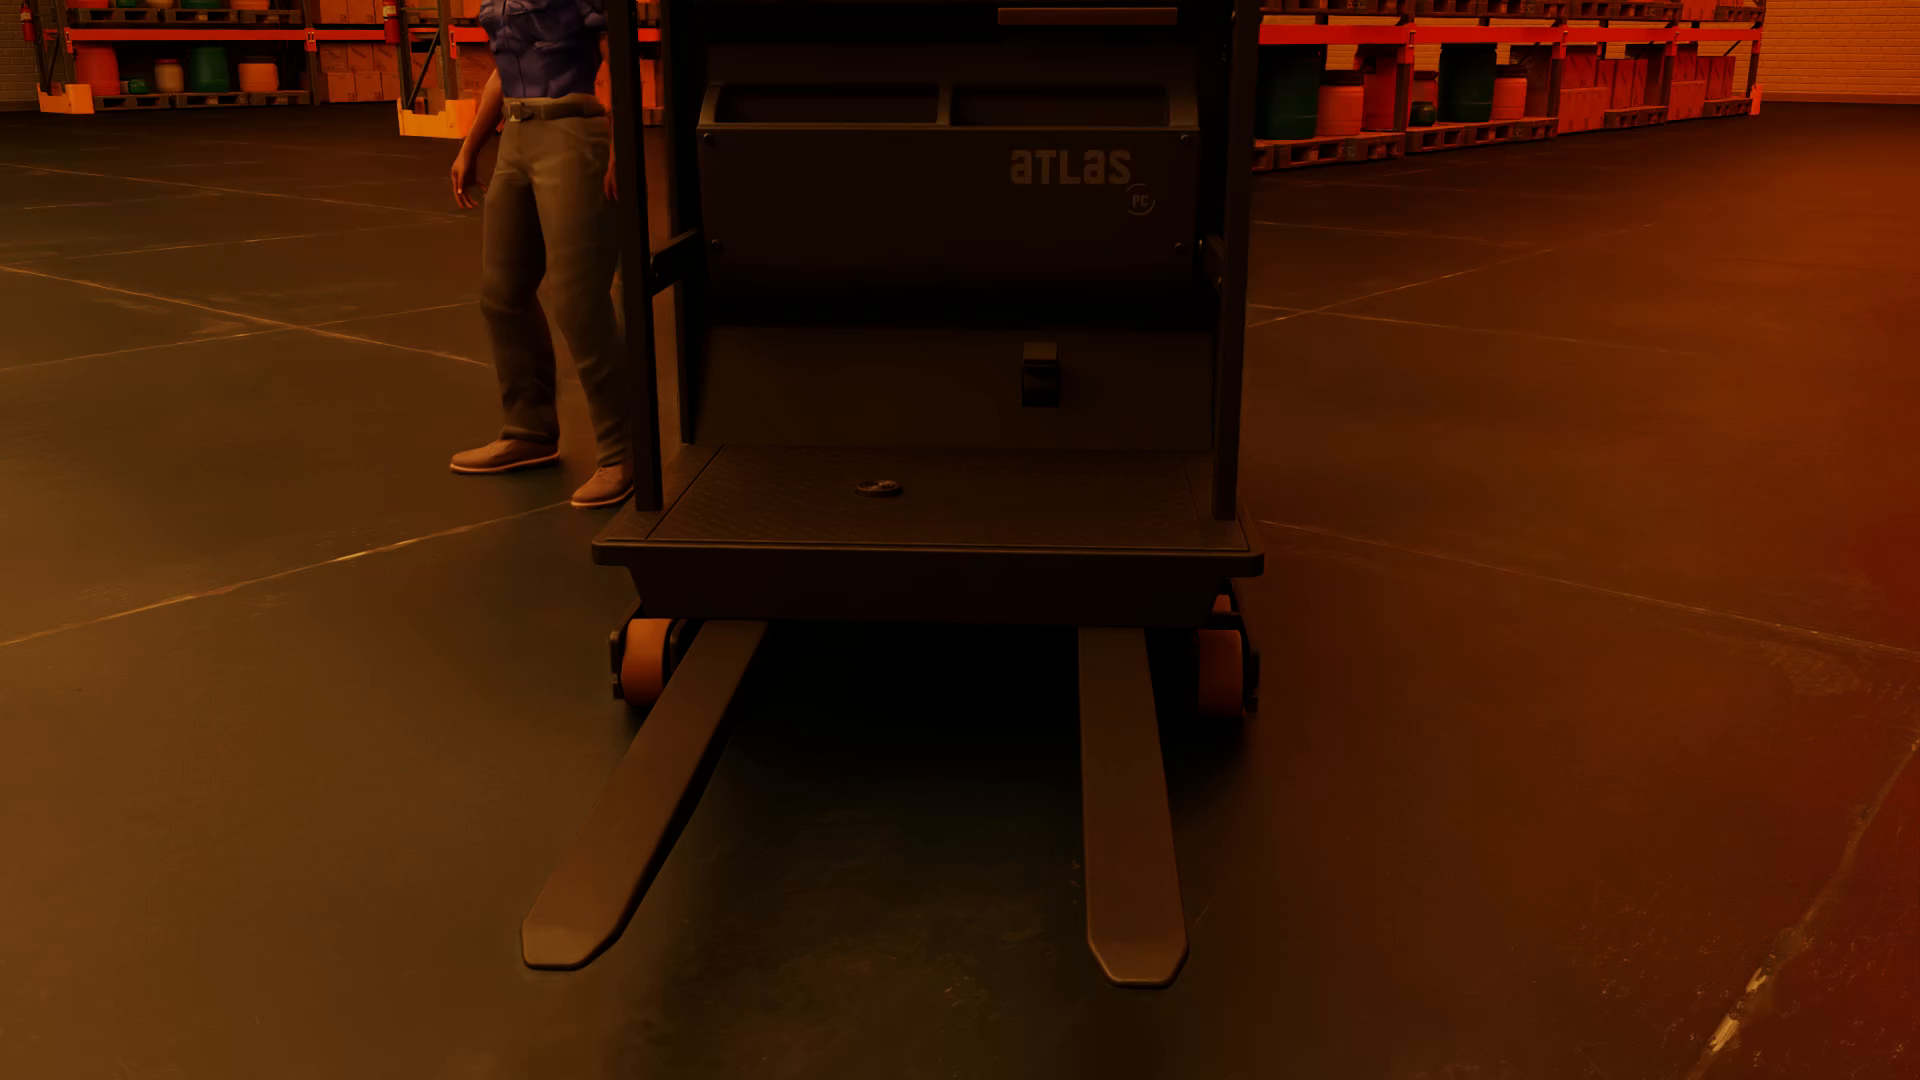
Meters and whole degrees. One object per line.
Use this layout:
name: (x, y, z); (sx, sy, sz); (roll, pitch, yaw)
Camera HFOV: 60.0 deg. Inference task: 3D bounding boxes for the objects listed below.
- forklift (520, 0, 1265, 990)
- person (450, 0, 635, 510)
forklift: (-0.031, -1.182, 2.791); (1.130, 2.935, 3.031); (1, 17, 3)
person: (-1.074, -0.947, 4.241); (0.363, 1.661, 0.650); (-16, 23, -42)
